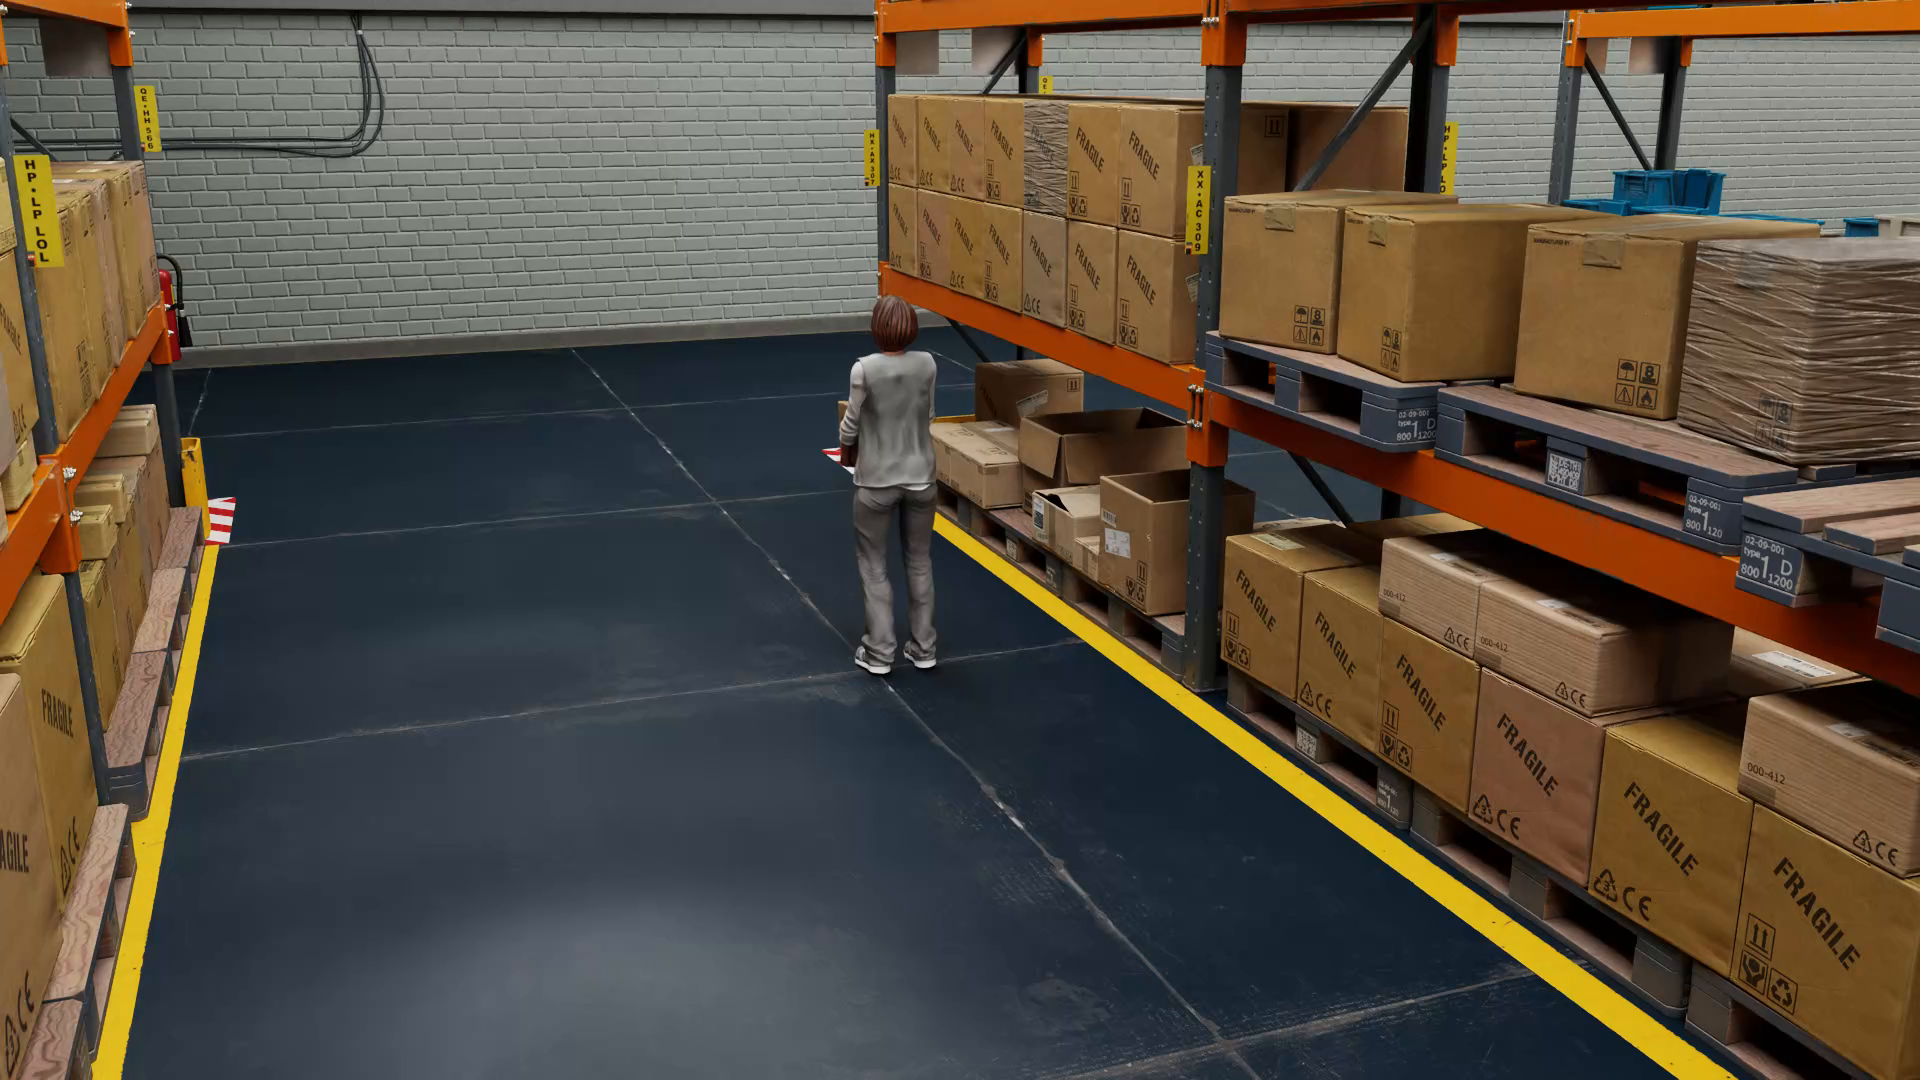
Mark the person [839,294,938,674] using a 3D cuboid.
[{"bbox_3d":[-0.300,-0.244,6.917,0.406,1.588,0.495,-6,17,-20],"label":"person"}]
